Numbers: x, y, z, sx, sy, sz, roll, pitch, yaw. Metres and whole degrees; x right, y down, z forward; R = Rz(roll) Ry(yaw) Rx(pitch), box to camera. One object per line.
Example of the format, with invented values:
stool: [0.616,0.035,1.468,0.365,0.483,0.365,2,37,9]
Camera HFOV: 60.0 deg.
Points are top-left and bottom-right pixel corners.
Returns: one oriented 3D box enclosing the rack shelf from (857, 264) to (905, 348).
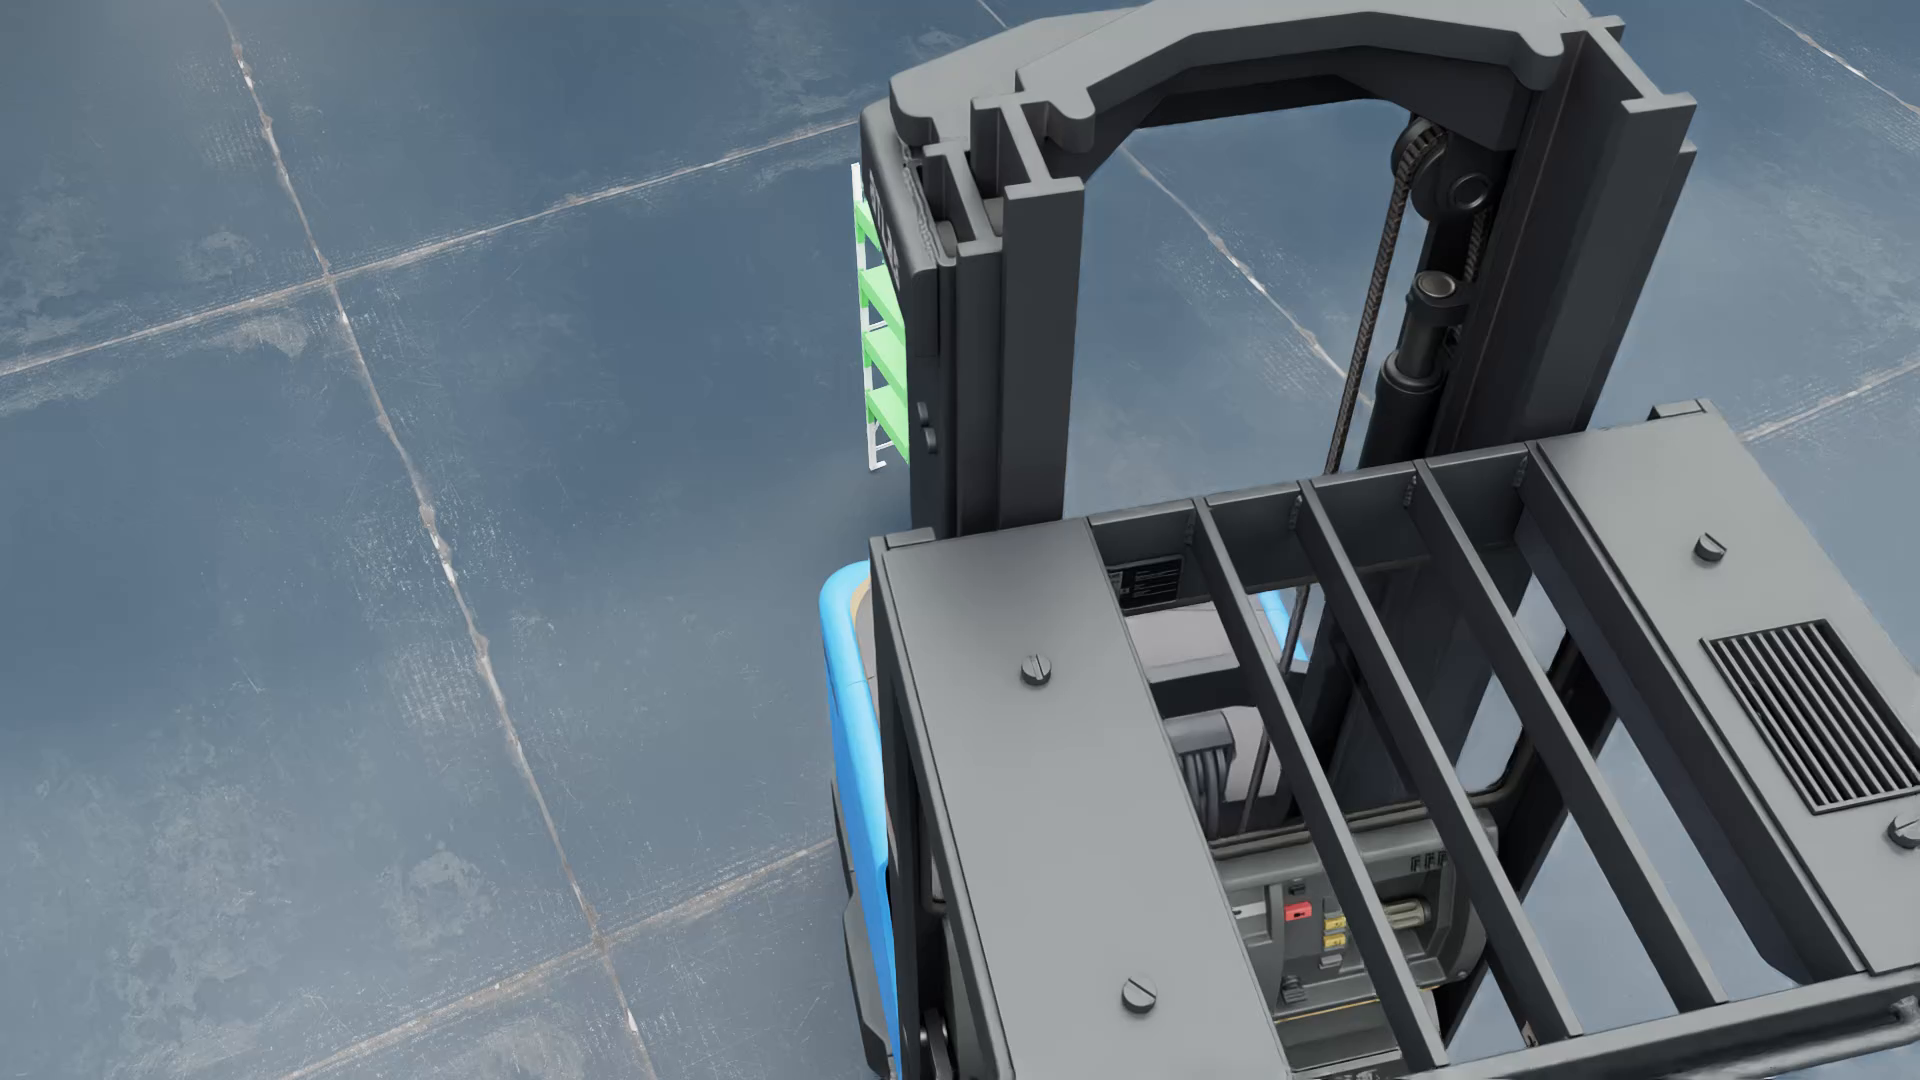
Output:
rack shelf: [-0.076,-0.622,4.763,0.258,0.148,0.480,-21,52,-18]

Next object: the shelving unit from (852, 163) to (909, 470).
shelving unit: [-0.076,-0.506,4.895,0.258,1.200,0.503,-21,52,-18]

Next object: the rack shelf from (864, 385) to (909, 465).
rack shelf: [-0.076,-0.306,5.124,0.258,0.148,0.480,-21,52,-18]

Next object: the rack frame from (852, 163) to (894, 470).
rack frame: [-0.187,-0.669,5.038,0.240,1.200,0.015,-21,52,-18]

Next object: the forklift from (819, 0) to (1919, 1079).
forklift: [0.488,0.808,2.596,1.130,2.935,3.031,-10,50,-8]

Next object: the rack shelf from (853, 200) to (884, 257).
rack shelf: [-0.076,-0.780,4.582,0.258,0.148,0.480,-21,52,-18]

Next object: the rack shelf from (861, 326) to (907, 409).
rack shelf: [-0.076,-0.464,4.943,0.258,0.148,0.480,-21,52,-18]
